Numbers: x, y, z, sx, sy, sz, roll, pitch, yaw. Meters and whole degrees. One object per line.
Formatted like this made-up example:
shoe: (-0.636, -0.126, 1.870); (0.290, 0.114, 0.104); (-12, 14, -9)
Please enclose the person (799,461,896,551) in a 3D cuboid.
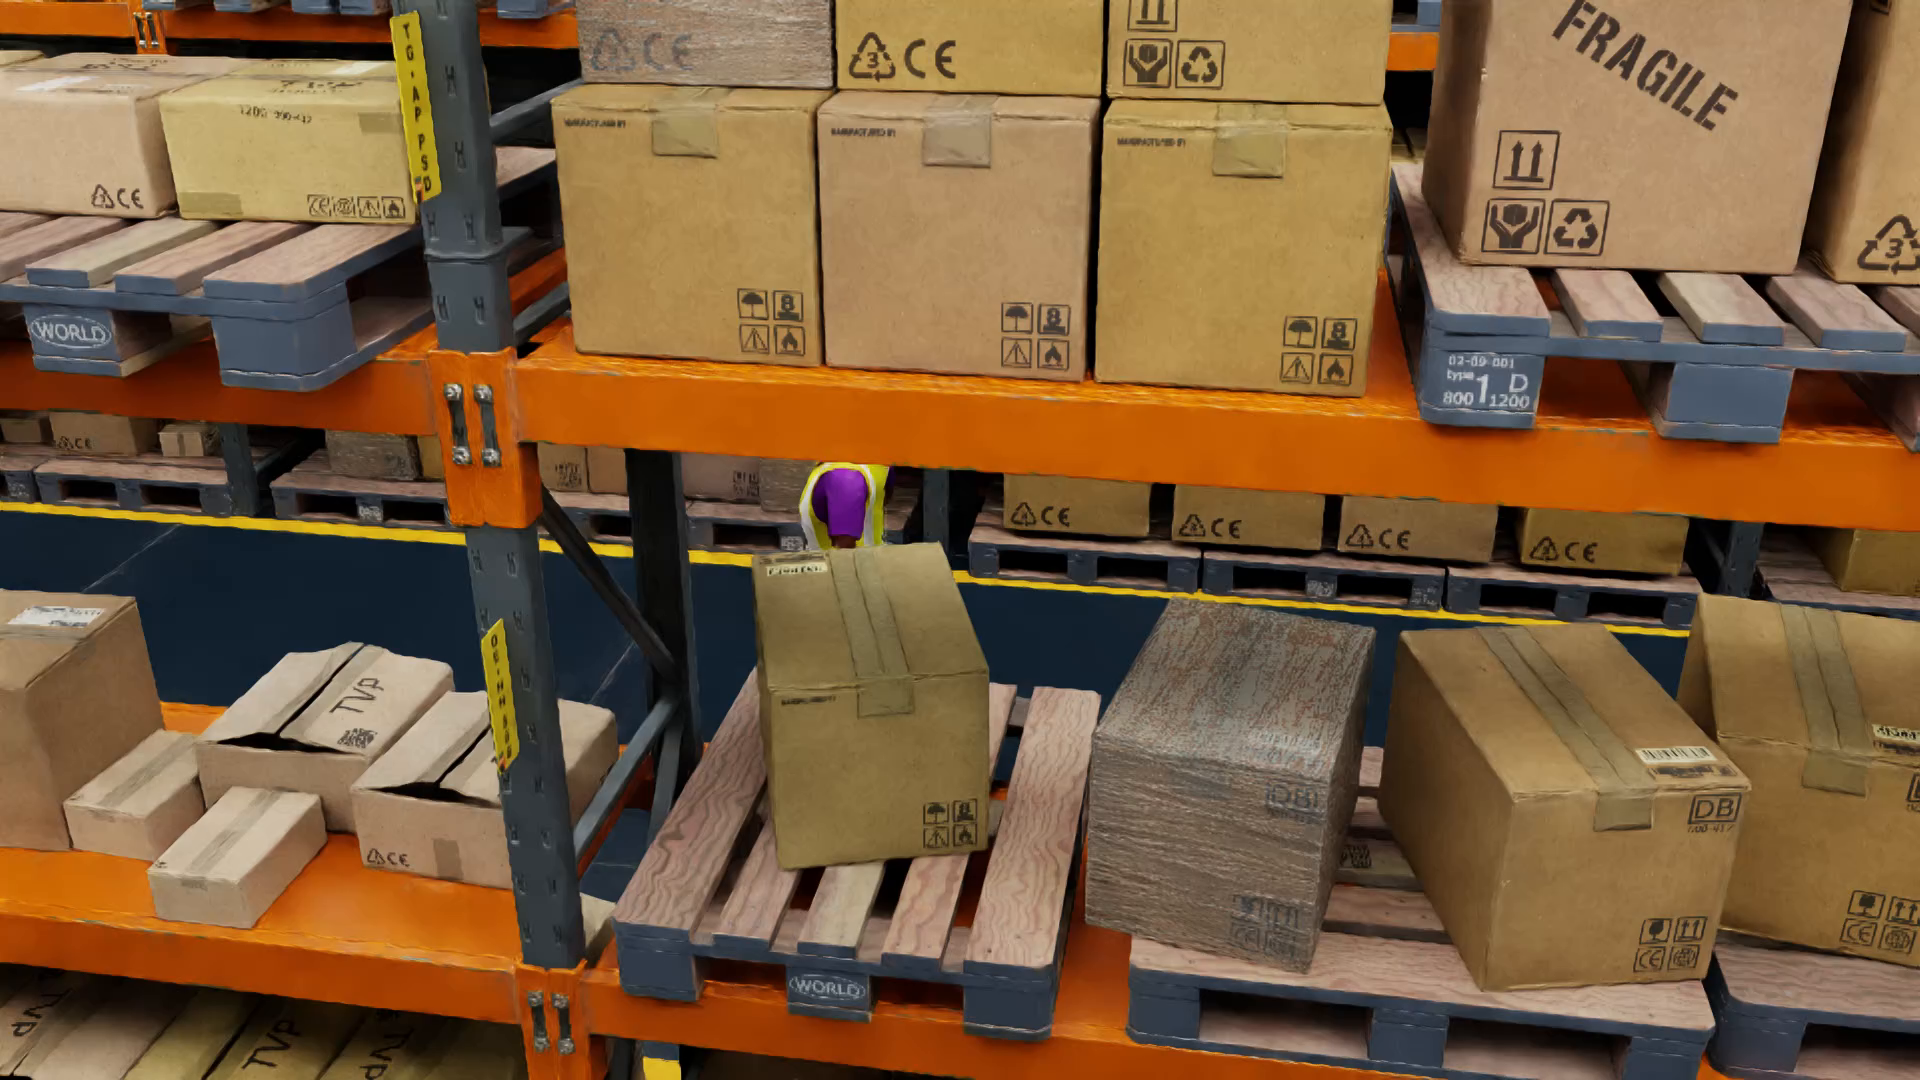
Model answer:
person: (-0.518, 0.161, 6.770); (0.523, 1.732, 0.749); (-1, 25, -2)
